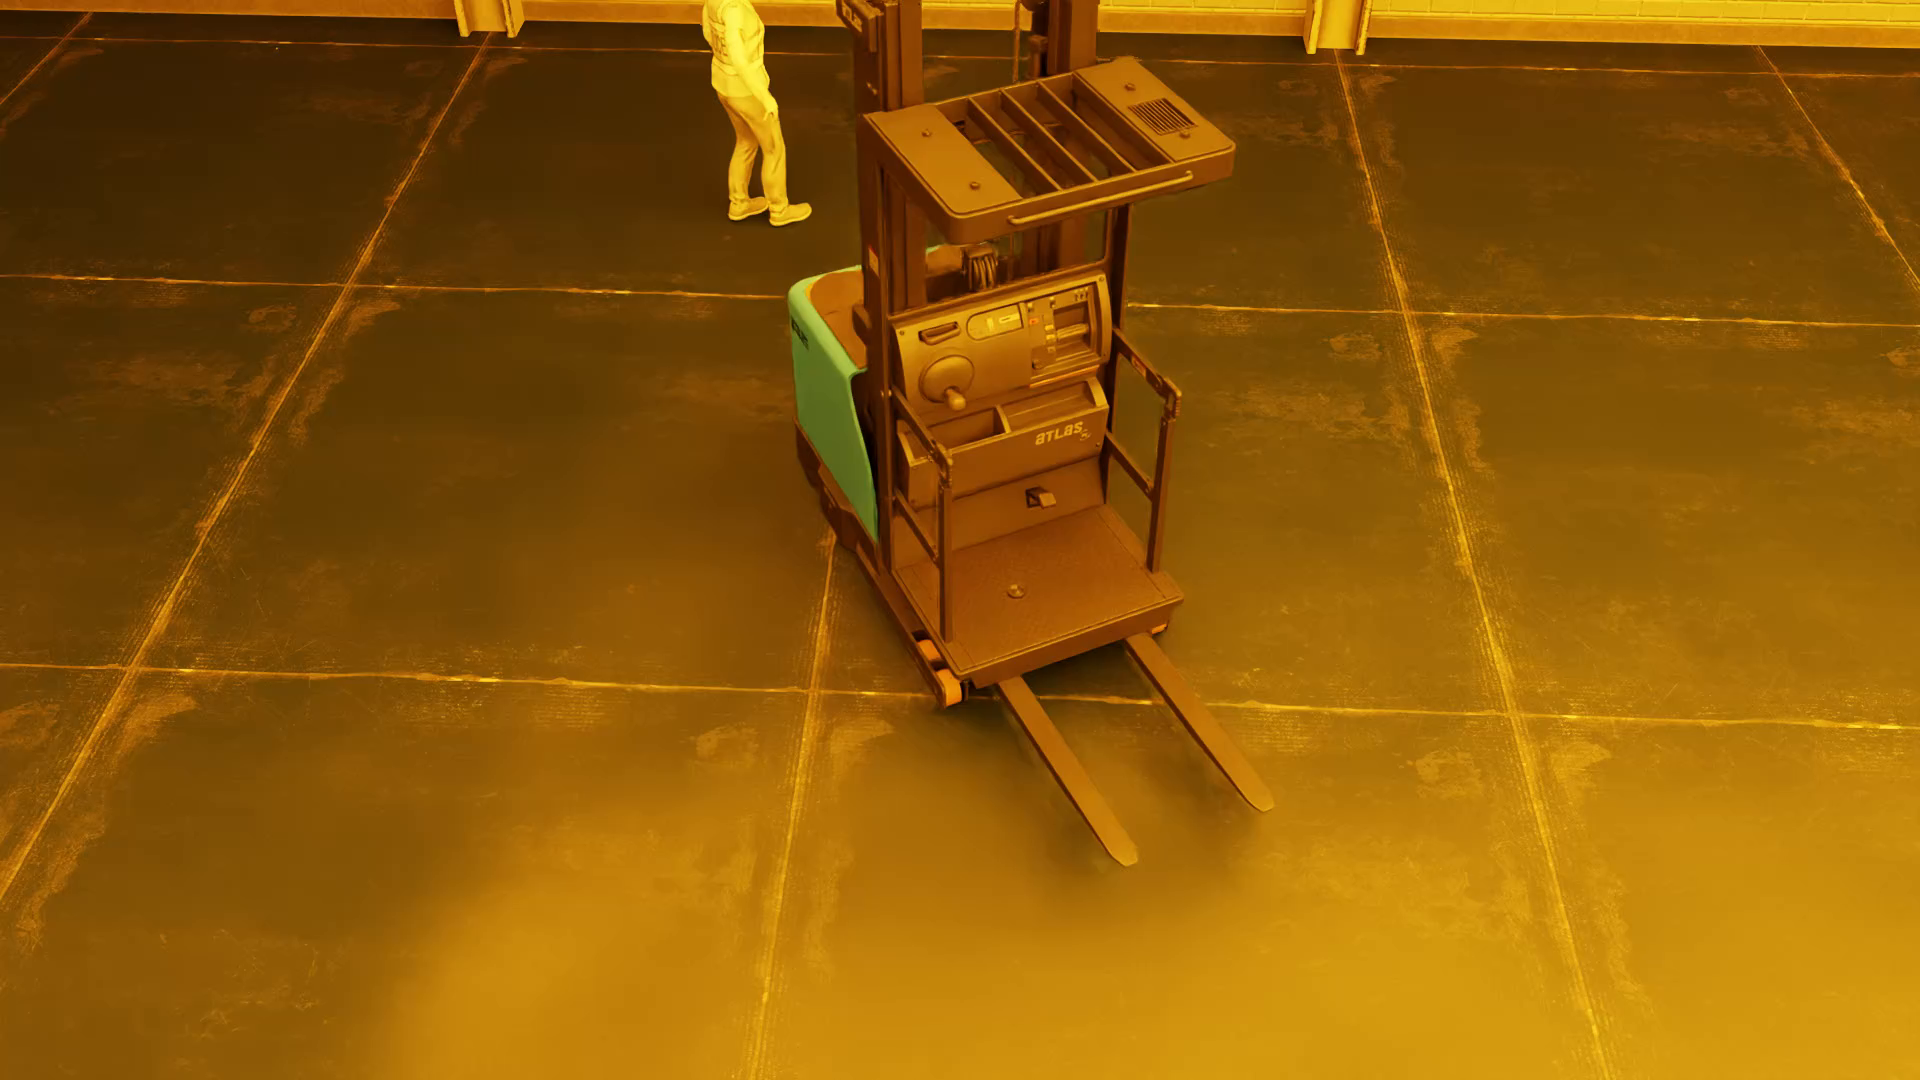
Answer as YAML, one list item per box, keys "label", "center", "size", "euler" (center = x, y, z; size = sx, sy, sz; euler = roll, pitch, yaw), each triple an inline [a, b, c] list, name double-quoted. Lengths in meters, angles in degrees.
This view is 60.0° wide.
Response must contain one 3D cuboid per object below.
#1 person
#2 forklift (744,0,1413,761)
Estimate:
- label: "person"
  center: [-1.172, -2.611, 9.516]
  size: [0.519, 1.697, 0.594]
  euler: [-23, 47, -23]
- label: "forklift"
  center: [0.510, -0.837, 6.659]
  size: [3.031, 2.935, 1.130]
  euler: [27, 49, 27]
